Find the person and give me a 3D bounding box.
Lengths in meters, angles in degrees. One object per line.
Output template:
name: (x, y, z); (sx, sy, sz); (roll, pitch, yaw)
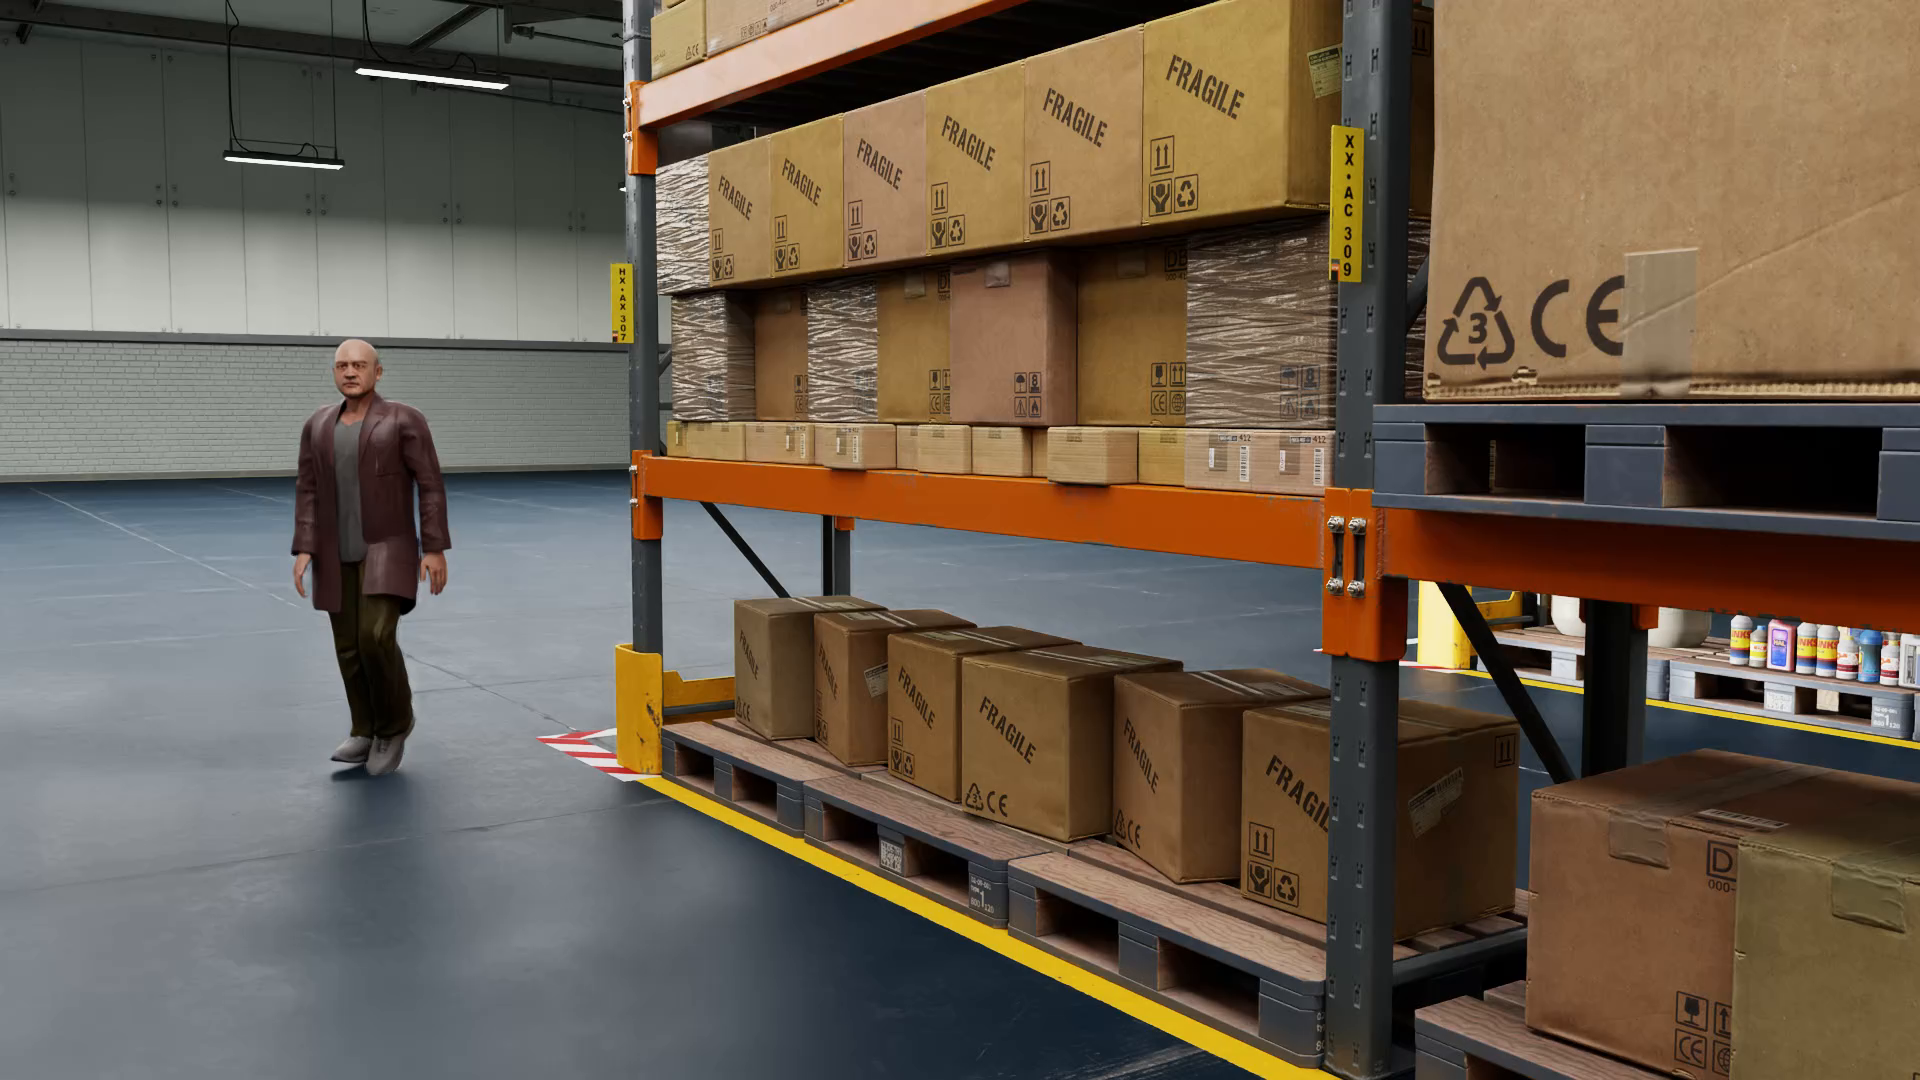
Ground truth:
person: (-2.414, 0.095, 6.816); (0.630, 1.818, 0.582); (1, 5, 6)
